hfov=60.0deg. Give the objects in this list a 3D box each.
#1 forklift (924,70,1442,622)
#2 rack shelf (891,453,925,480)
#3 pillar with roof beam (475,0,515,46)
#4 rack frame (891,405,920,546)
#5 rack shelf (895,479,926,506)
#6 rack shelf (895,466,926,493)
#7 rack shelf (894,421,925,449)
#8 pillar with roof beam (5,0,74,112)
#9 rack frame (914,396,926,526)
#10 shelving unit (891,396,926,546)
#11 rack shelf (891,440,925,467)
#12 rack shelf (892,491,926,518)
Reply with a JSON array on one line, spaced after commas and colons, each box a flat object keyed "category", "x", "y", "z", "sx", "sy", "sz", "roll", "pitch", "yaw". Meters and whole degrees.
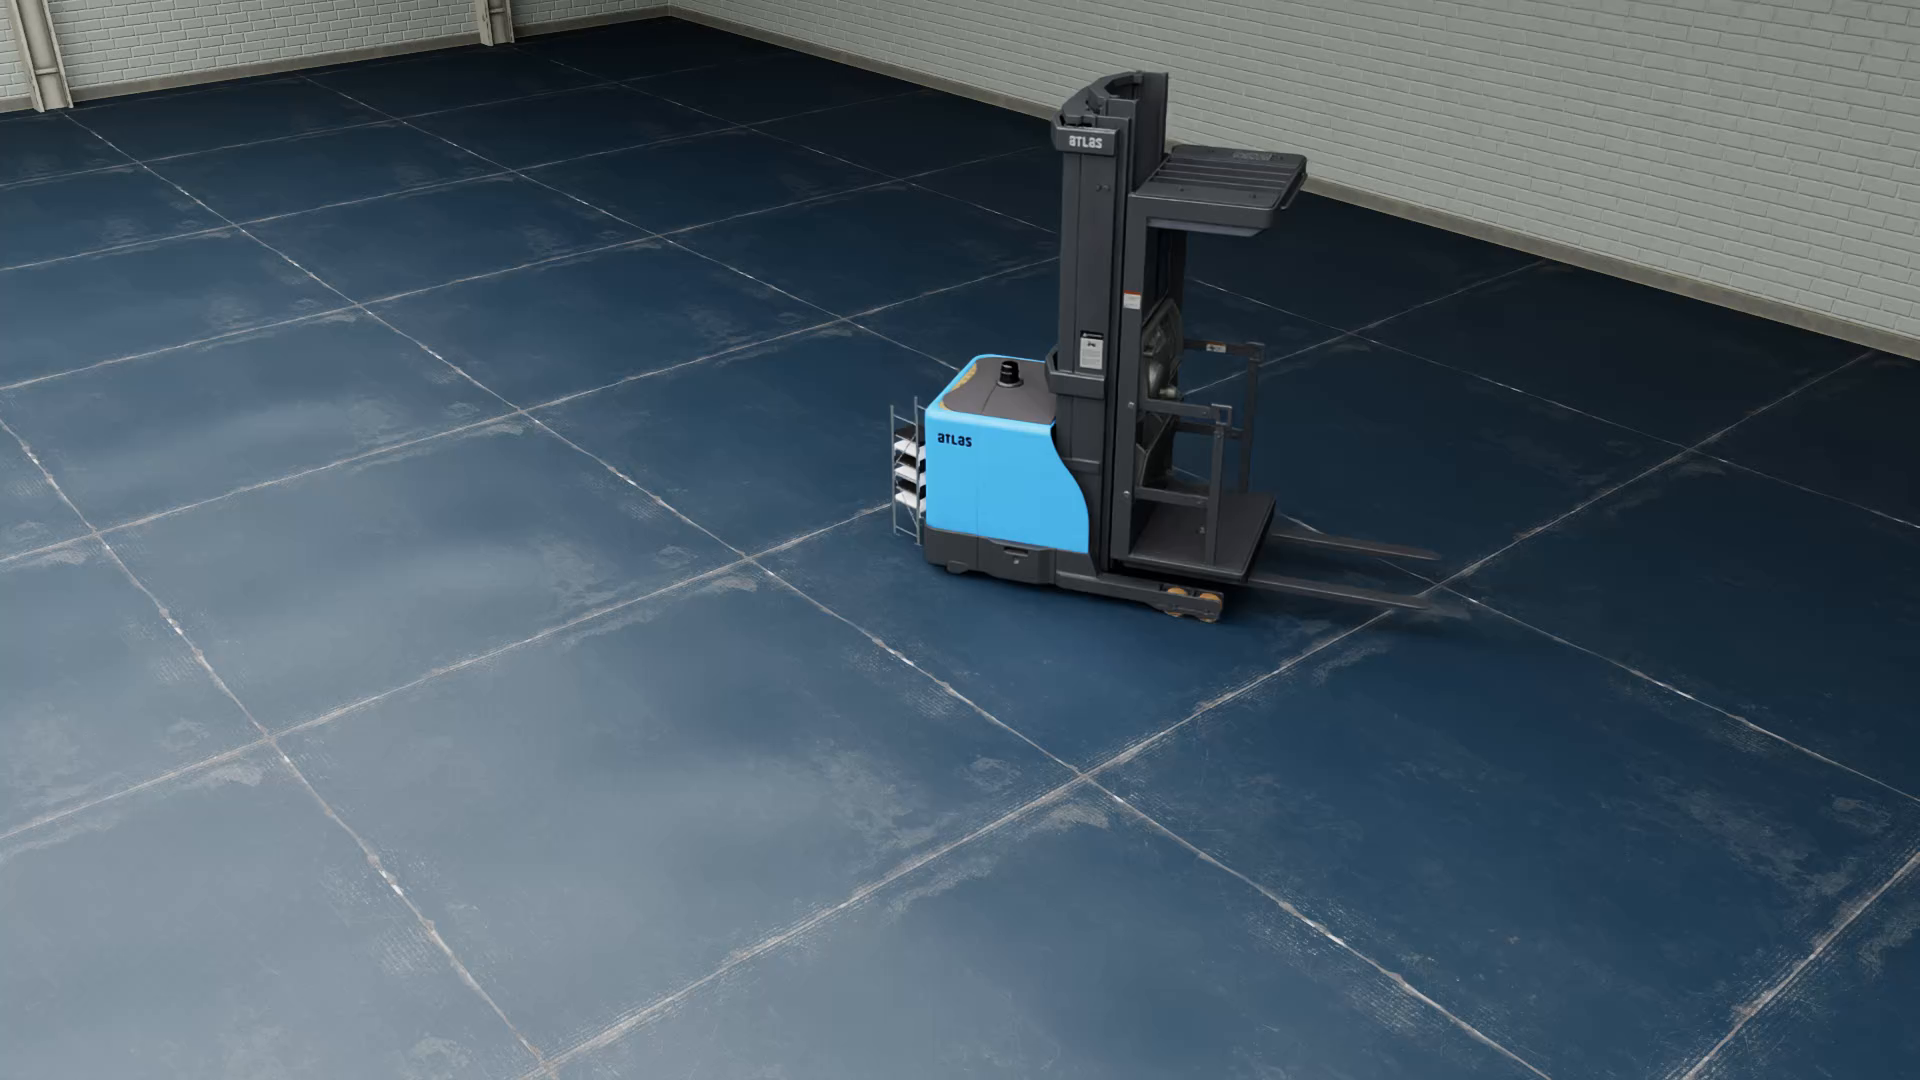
[{"category": "forklift", "x": 1.351, "y": -1.095, "z": 9.548, "sx": 3.031, "sy": 2.935, "sz": 1.130, "roll": 9, "pitch": 30, "yaw": 17}, {"category": "rack shelf", "x": -0.269, "y": -0.482, "z": 10.435, "sx": 0.258, "sy": 0.077, "sz": 0.200, "roll": 25, "pitch": 37, "yaw": 39}, {"category": "pillar with roof beam", "x": -3.909, "y": -9.638, "z": 19.096, "sx": 0.400, "sy": 9.000, "sz": 9.100, "roll": -22, "pitch": 35, "yaw": -35}, {"category": "rack frame", "x": -0.341, "y": -0.398, "z": 10.398, "sx": 0.240, "sy": 0.900, "sz": 0.006, "roll": 25, "pitch": 37, "yaw": 39}, {"category": "rack shelf", "x": -0.269, "y": -0.323, "z": 10.519, "sx": 0.258, "sy": 0.077, "sz": 0.200, "roll": 25, "pitch": 37, "yaw": 39}, {"category": "rack shelf", "x": -0.269, "y": -0.402, "z": 10.477, "sx": 0.258, "sy": 0.077, "sz": 0.200, "roll": 25, "pitch": 37, "yaw": 39}, {"category": "rack shelf", "x": -0.269, "y": -0.640, "z": 10.350, "sx": 0.258, "sy": 0.077, "sz": 0.200, "roll": 25, "pitch": 37, "yaw": 39}, {"category": "pillar with roof beam", "x": -8.473, "y": -7.803, "z": 15.661, "sx": 0.400, "sy": 9.000, "sz": 9.100, "roll": -22, "pitch": 35, "yaw": -35}, {"category": "rack frame", "x": -0.197, "y": -0.466, "z": 10.525, "sx": 0.240, "sy": 0.900, "sz": 0.006, "roll": 25, "pitch": 37, "yaw": 39}, {"category": "shelving unit", "x": -0.269, "y": -0.432, "z": 10.461, "sx": 0.258, "sy": 0.900, "sz": 0.210, "roll": 25, "pitch": 37, "yaw": 39}, {"category": "rack shelf", "x": -0.269, "y": -0.561, "z": 10.392, "sx": 0.258, "sy": 0.077, "sz": 0.200, "roll": 25, "pitch": 37, "yaw": 39}, {"category": "rack shelf", "x": -0.269, "y": -0.243, "z": 10.562, "sx": 0.258, "sy": 0.077, "sz": 0.200, "roll": 25, "pitch": 37, "yaw": 39}]
